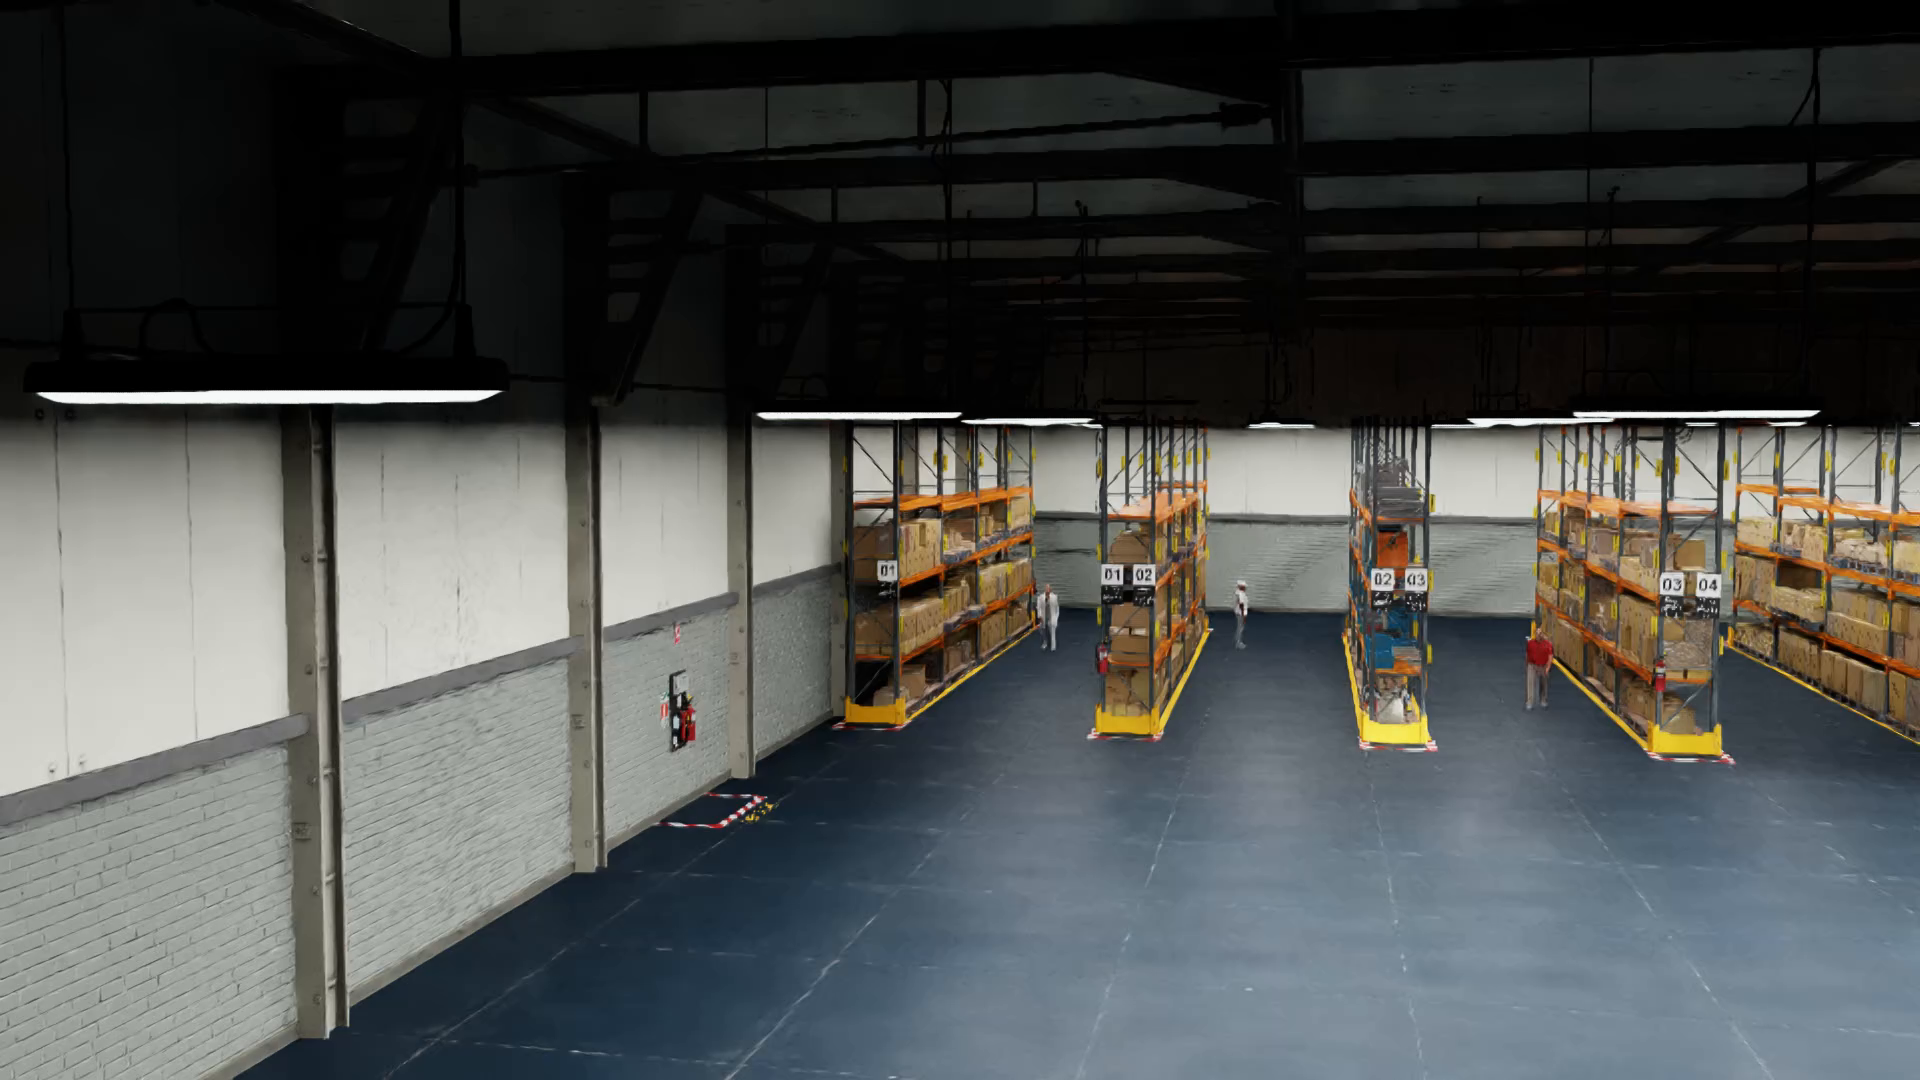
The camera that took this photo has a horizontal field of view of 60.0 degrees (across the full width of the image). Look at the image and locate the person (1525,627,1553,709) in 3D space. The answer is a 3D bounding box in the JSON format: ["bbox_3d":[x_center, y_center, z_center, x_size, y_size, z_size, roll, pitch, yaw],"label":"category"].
[{"bbox_3d":[11.829,2.612,33.971,0.535,1.657,1.029,1,4,21],"label":"person"}]

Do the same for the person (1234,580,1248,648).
[{"bbox_3d":[7.380,1.922,43.540,0.389,1.764,0.665,0,4,0],"label":"person"}]

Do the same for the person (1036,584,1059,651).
[{"bbox_3d":[2.263,1.988,42.959,0.580,1.715,1.103,0,4,4],"label":"person"}]
